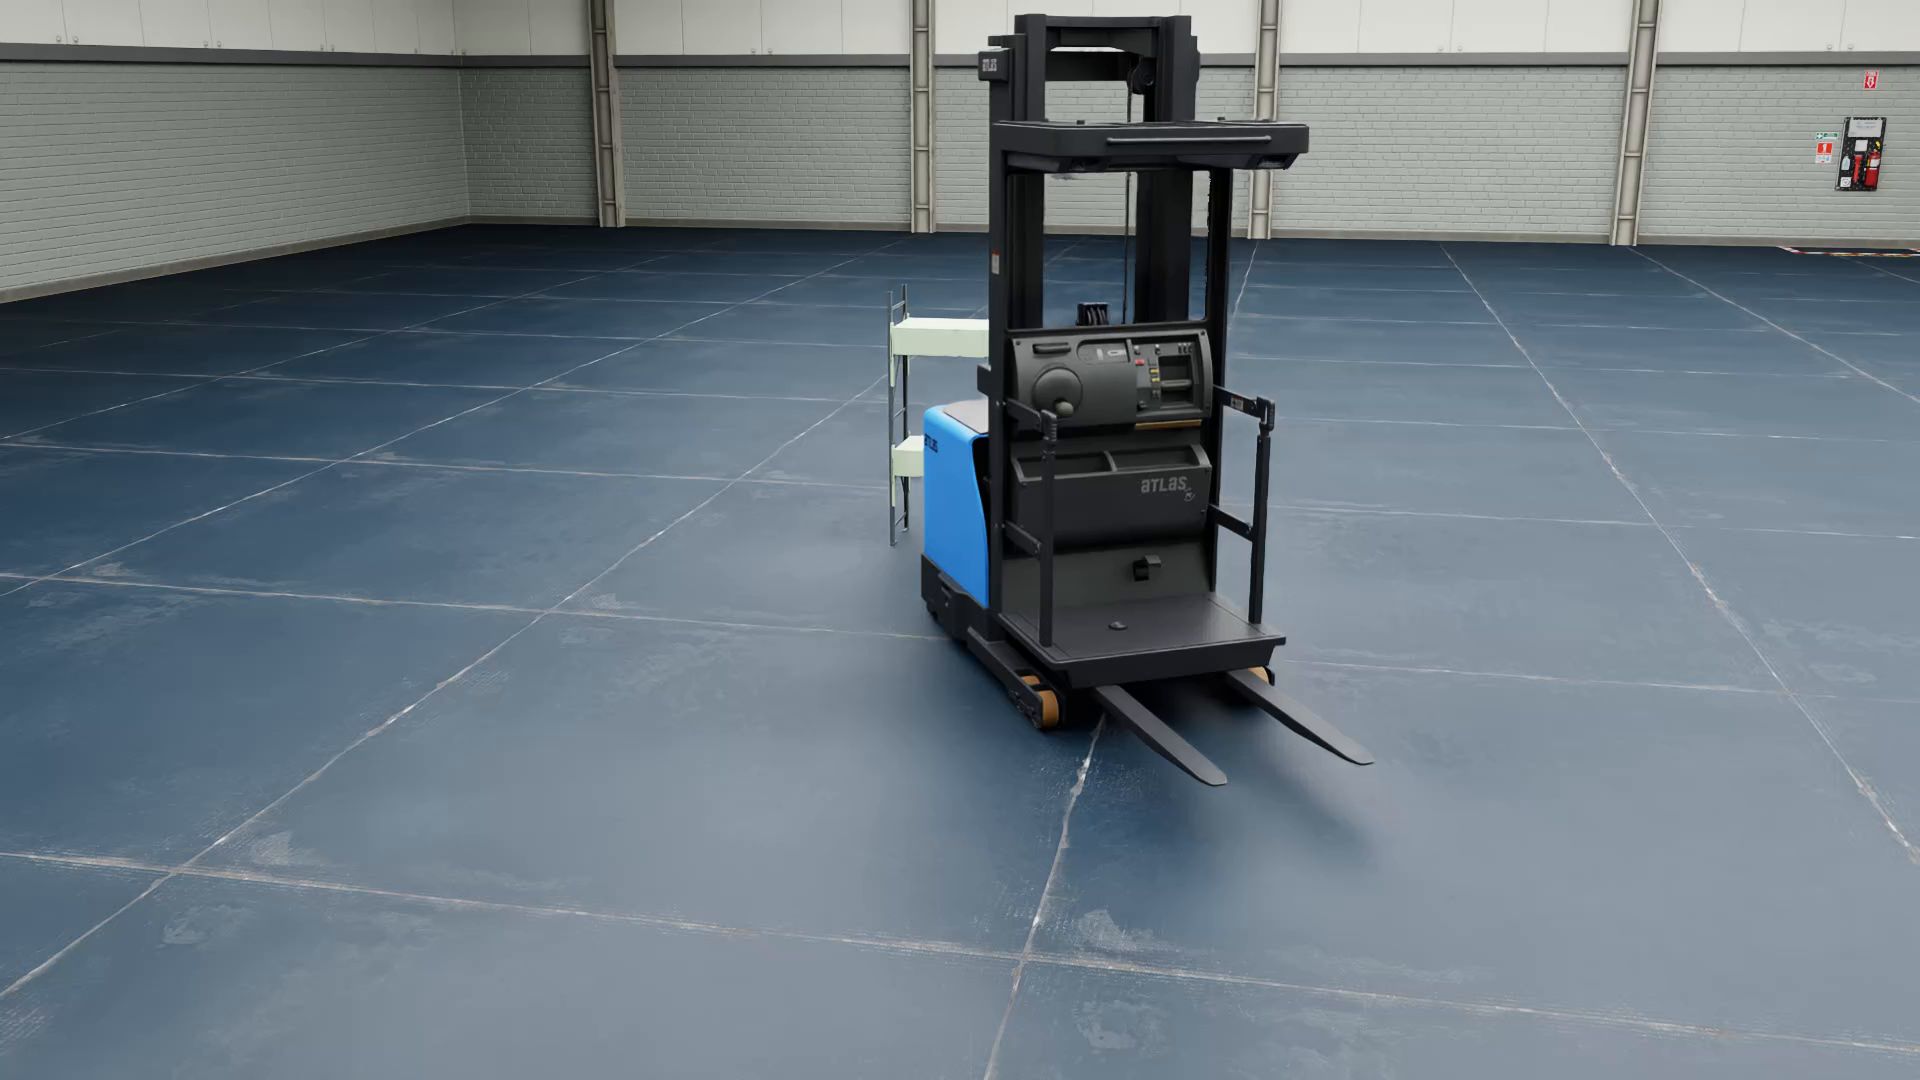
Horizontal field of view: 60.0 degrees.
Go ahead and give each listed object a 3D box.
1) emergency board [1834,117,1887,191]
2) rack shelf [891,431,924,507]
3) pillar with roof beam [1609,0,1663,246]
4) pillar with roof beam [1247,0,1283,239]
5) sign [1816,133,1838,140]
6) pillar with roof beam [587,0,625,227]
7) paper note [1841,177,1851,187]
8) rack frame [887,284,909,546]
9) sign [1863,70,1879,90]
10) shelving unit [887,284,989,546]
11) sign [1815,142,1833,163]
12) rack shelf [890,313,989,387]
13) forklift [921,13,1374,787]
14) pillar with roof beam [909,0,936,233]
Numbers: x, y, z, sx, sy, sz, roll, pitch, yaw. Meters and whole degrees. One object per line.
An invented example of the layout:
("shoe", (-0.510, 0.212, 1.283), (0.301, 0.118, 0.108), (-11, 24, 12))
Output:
("emergency board", (14.565, -6.219, 26.823), (0.643, 1.169, 0.194), (3, 16, 11))
("rack shelf", (-0.007, -0.409, 9.880), (0.720, 0.370, 0.431), (3, 16, 11))
("pillar with roof beam", (10.241, -8.162, 22.599), (0.400, 9.000, 9.100), (3, 16, 11))
("pillar with roof beam", (4.362, -8.481, 23.751), (0.400, 9.000, 9.100), (3, 16, 11))
("sign", (14.046, -6.545, 26.942), (0.331, 0.109, 0.001), (3, 16, 11))
("pillar with roof beam", (-7.398, -9.119, 26.056), (0.400, 9.000, 9.100), (3, 16, 11))
("paper note", (14.405, -5.822, 27.040), (0.142, 0.148, 0.016), (3, 16, 11))
("rack frame", (-0.365, -0.743, 9.863), (0.023, 1.500, 0.400), (3, 16, 11))
("sign", (14.577, -7.362, 26.610), (0.199, 0.298, 0.001), (3, 16, 11))
("shelving unit", (-0.007, -0.723, 9.793), (0.755, 1.500, 0.431), (3, 16, 11))
("sign", (14.044, -6.292, 27.022), (0.234, 0.329, 0.001), (3, 16, 11))
("rack shelf", (-0.007, -1.099, 9.689), (0.720, 0.370, 0.431), (3, 16, 11))
("forklift", (0.747, -0.728, 7.128), (1.130, 2.935, 3.031), (-5, 16, -18))
("pillar with roof beam", (-1.518, -8.800, 24.903), (0.400, 9.000, 9.100), (3, 16, 11))
